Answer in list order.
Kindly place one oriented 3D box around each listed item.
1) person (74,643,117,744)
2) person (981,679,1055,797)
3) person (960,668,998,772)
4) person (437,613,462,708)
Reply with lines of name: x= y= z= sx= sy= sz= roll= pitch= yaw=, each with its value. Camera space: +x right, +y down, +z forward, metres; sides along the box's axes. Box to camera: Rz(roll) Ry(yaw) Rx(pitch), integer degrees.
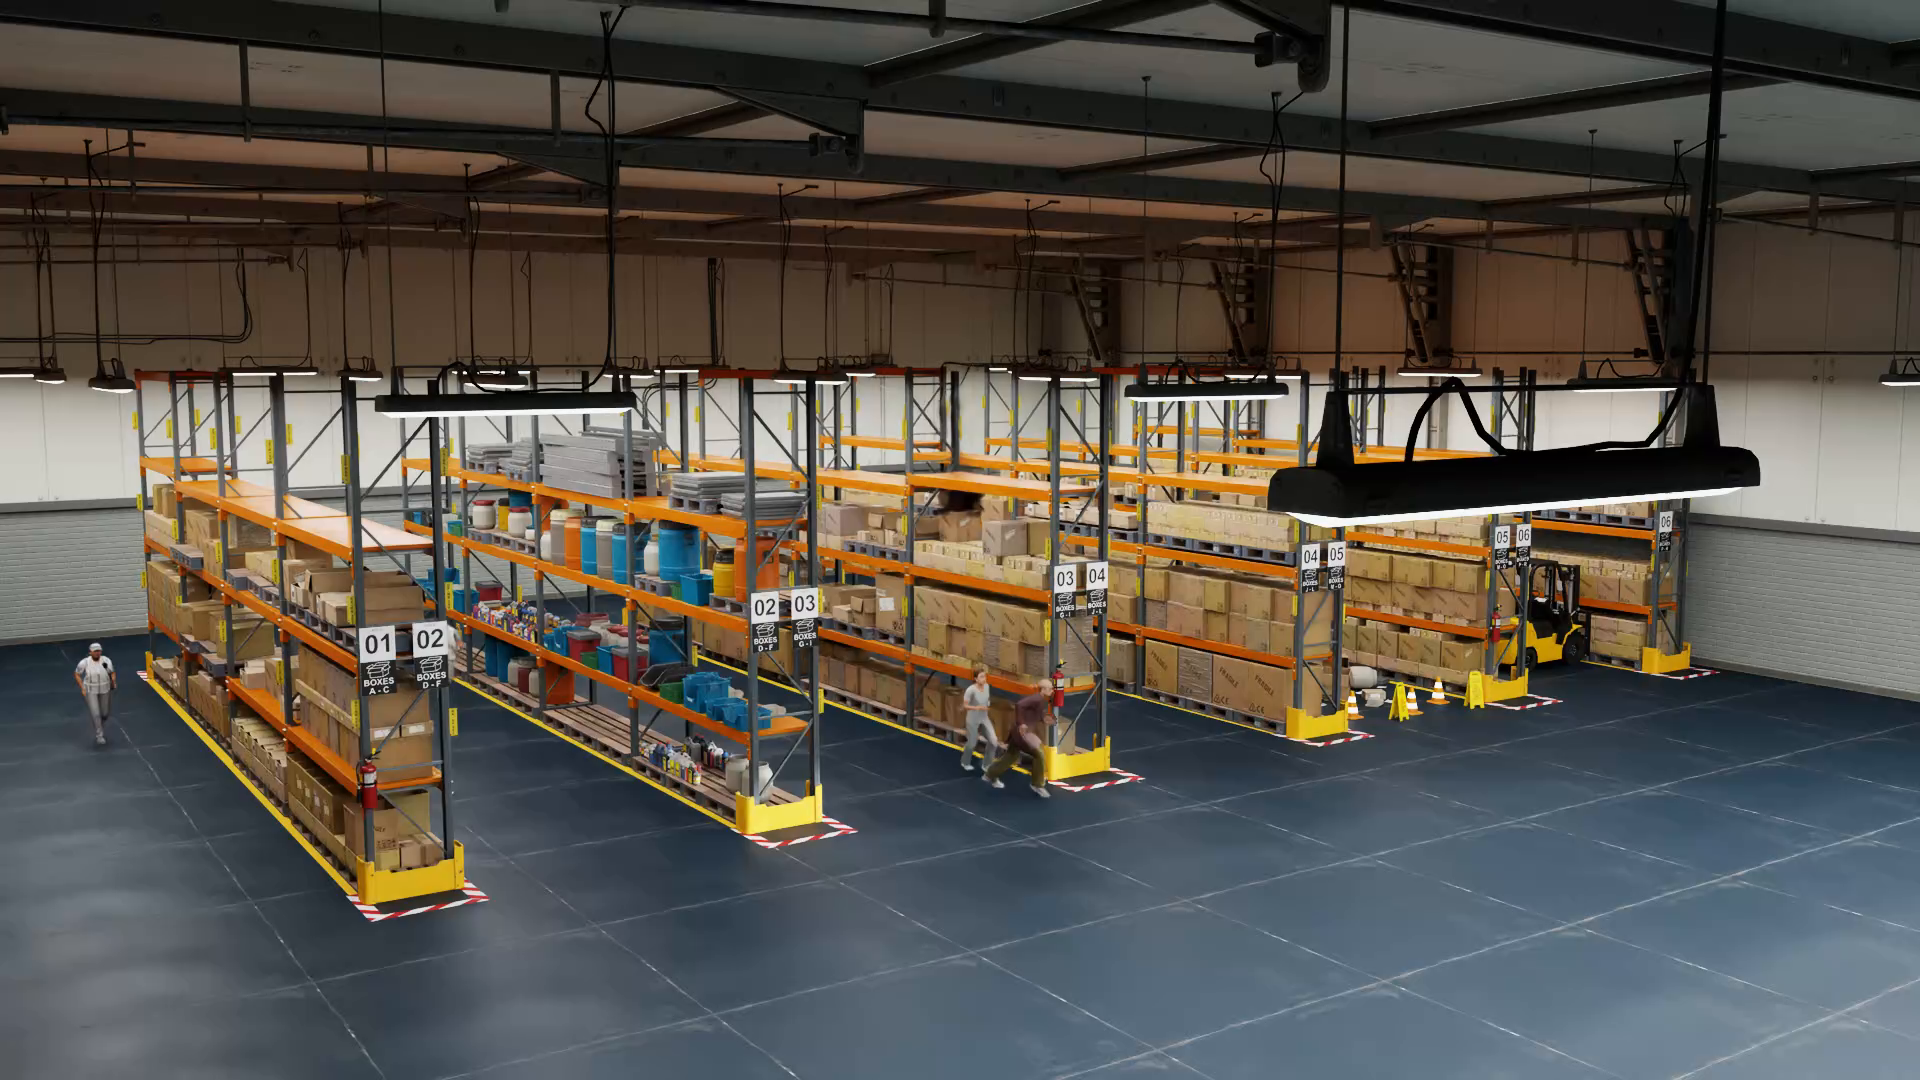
person: x=-14.106 y=2.482 z=27.151 sx=0.592 sy=1.631 sz=0.739 roll=-5 pitch=8 yaw=-39
person: x=0.825 y=2.844 z=23.757 sx=1.059 sy=1.745 sz=0.752 roll=1 pitch=7 yaw=9
person: x=0.247 y=2.743 z=24.810 sx=0.570 sy=1.686 sz=0.819 roll=-4 pitch=7 yaw=-30
person: x=-9.042 y=2.140 z=29.133 sx=0.652 sy=1.805 sz=0.983 roll=-4 pitch=8 yaw=-34
